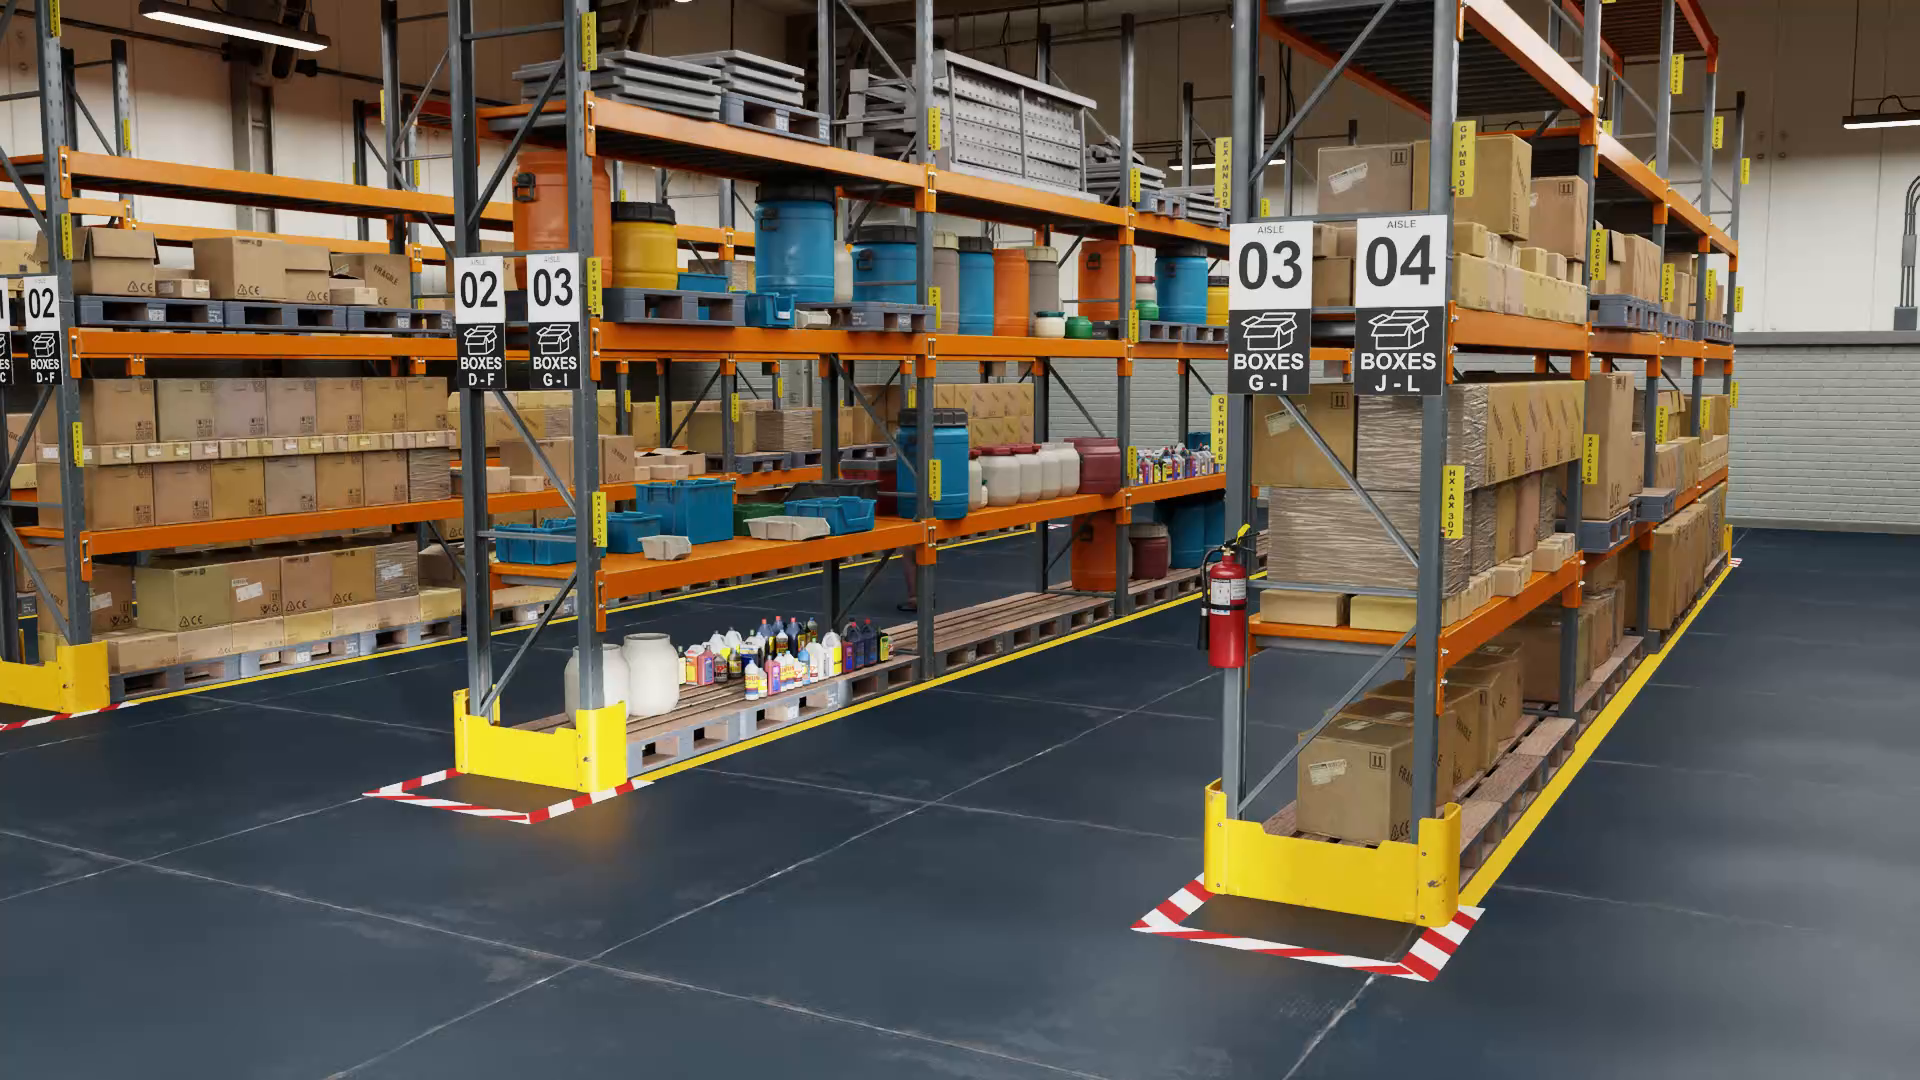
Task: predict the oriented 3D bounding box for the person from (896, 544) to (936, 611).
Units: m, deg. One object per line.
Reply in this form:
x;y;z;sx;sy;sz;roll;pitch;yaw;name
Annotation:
-0.468;-0.130;17.477;0.504;1.727;0.539;3;7;28;person
